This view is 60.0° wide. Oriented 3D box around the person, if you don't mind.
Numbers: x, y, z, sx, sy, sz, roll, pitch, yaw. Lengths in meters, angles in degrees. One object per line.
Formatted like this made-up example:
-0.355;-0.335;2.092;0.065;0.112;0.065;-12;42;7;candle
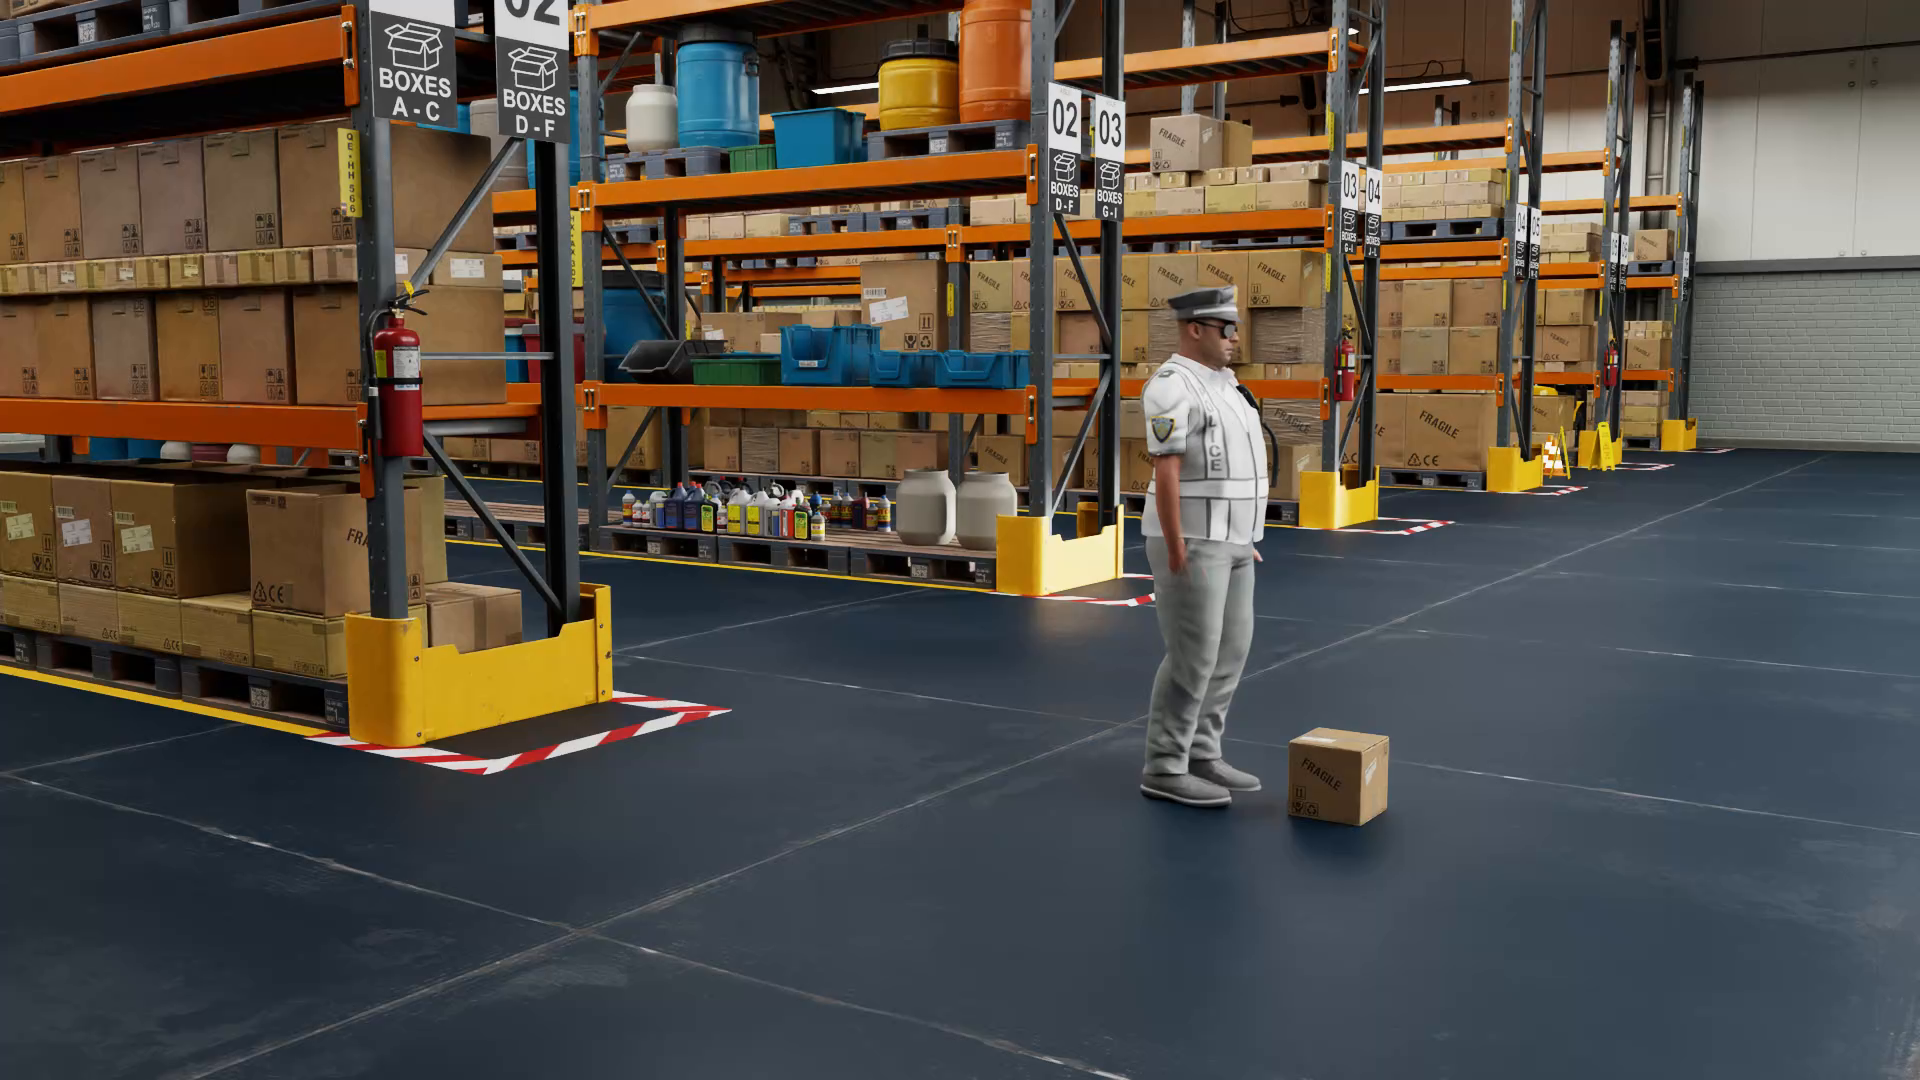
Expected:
0.851;0.014;5.707;0.393;1.761;0.528;4;8;35;person
